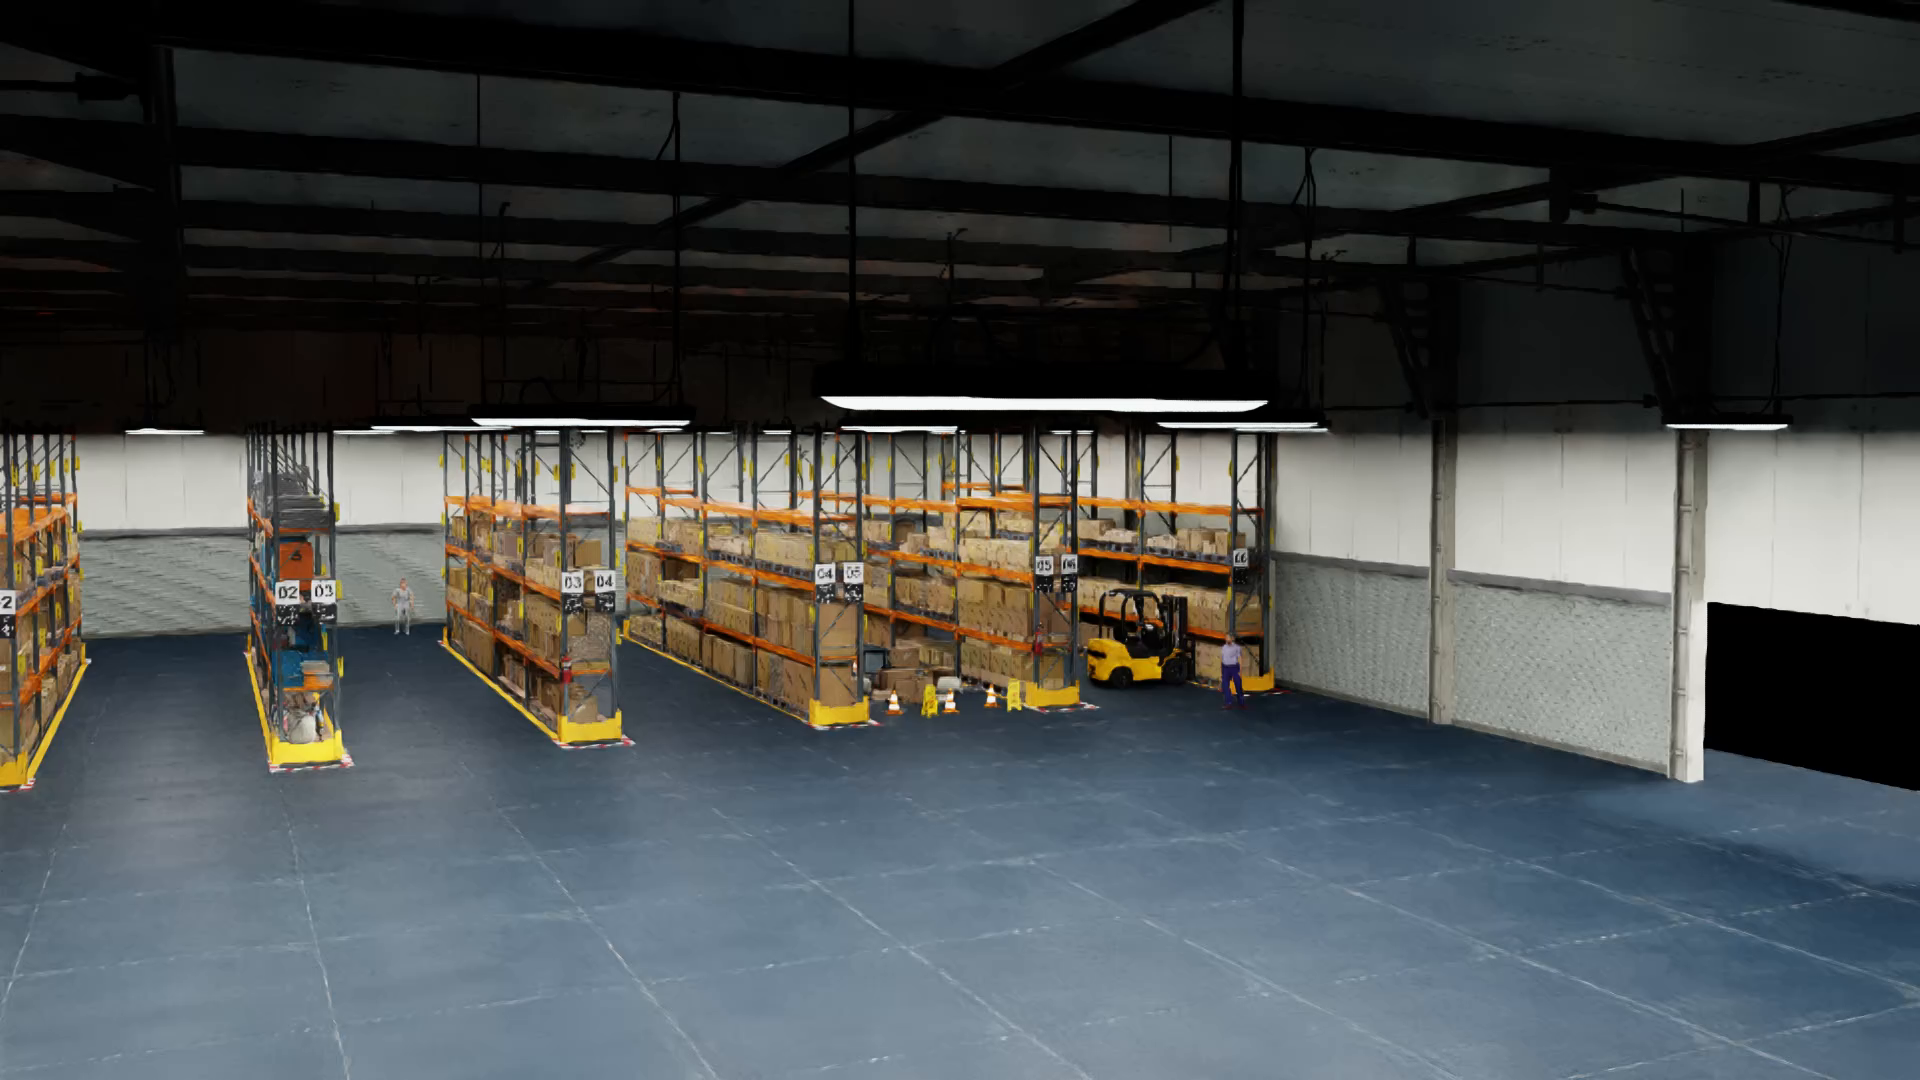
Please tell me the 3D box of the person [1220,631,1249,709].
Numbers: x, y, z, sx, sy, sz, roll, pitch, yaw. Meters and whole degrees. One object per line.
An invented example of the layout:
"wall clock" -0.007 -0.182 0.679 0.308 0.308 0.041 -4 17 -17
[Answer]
"person" 5.757 2.745 34.936 0.594 1.606 0.524 3 5 39

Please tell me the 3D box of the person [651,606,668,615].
"person" -8.907 1.774 49.365 0.595 1.746 0.584 2 4 29

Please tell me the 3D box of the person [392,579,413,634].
"person" -16.096 1.919 48.054 0.580 1.618 0.507 -2 4 -26
